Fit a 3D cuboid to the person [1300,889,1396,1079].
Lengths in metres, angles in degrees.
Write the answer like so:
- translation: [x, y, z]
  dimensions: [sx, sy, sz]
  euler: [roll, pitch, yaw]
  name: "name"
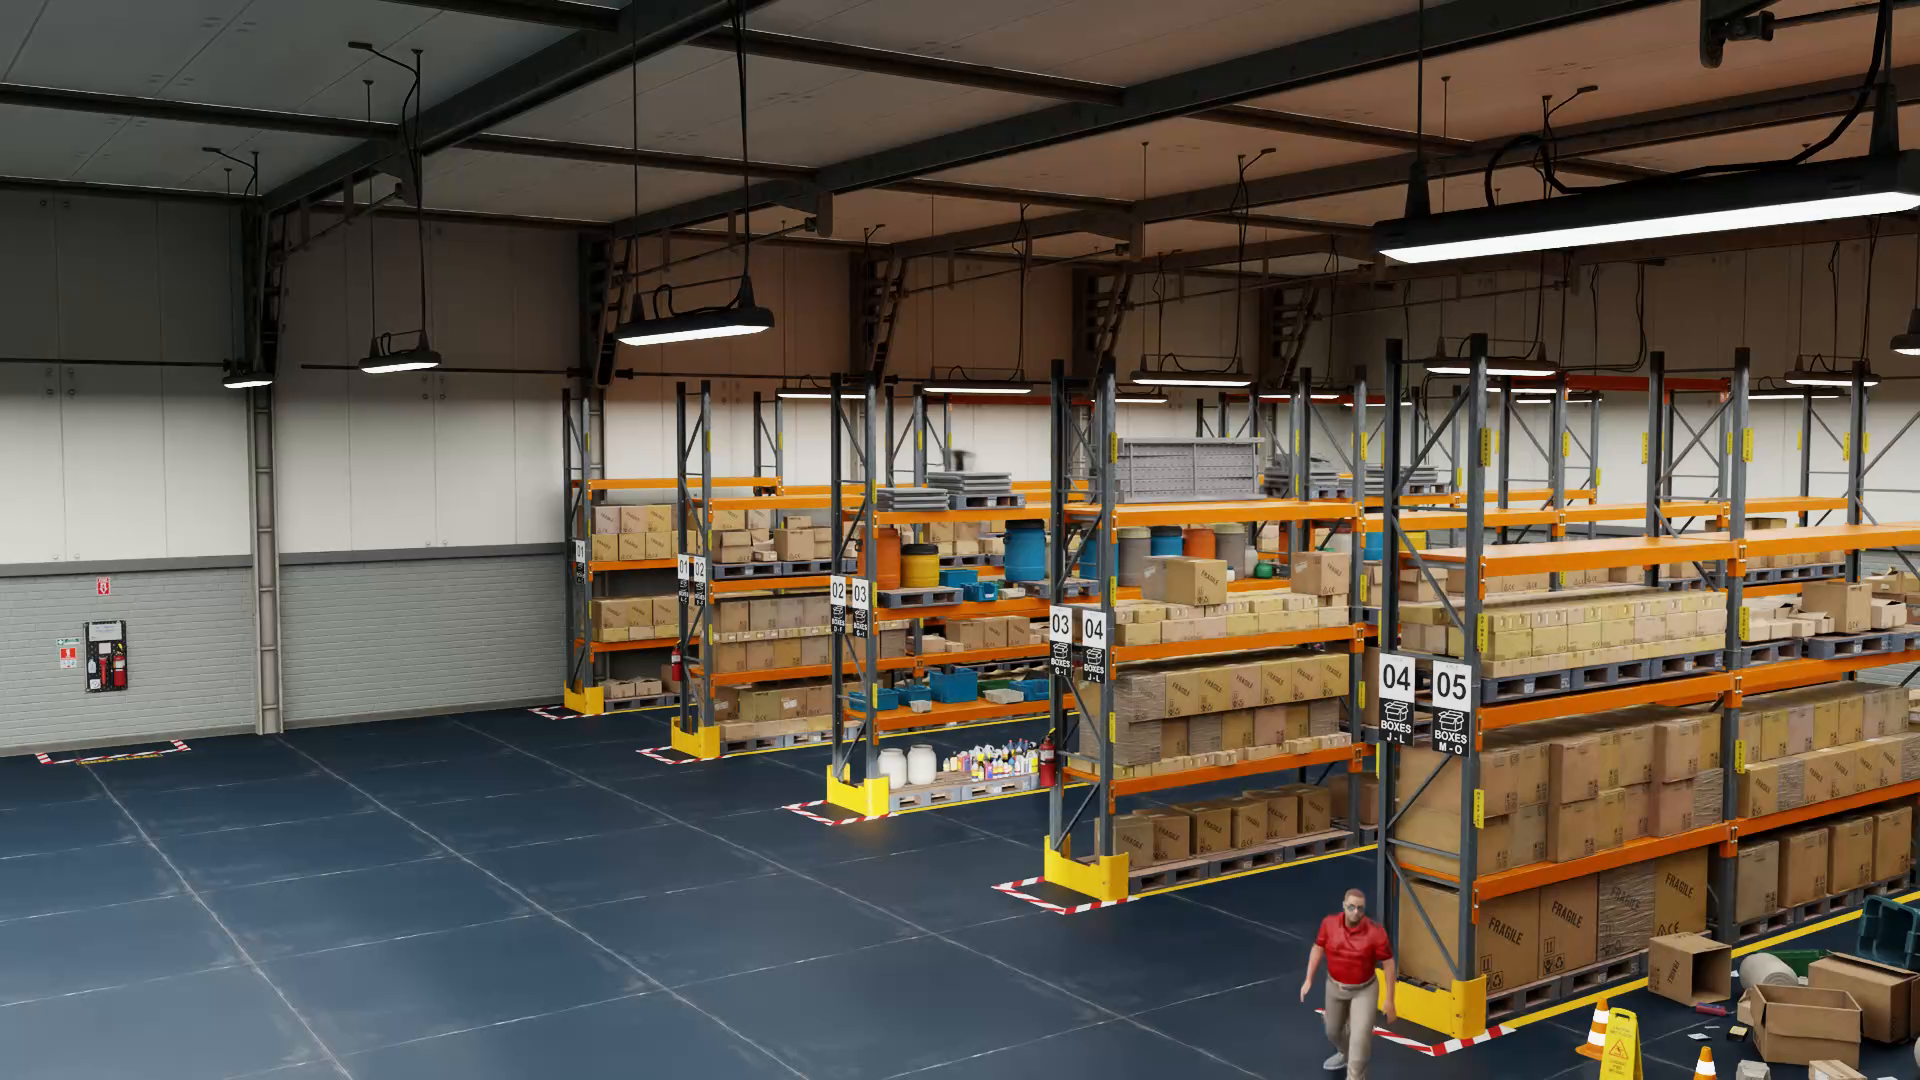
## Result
- translation: [3.085, 3.501, 13.018]
  dimensions: [0.739, 1.660, 0.838]
  euler: [2, 4, 29]
  name: "person"
